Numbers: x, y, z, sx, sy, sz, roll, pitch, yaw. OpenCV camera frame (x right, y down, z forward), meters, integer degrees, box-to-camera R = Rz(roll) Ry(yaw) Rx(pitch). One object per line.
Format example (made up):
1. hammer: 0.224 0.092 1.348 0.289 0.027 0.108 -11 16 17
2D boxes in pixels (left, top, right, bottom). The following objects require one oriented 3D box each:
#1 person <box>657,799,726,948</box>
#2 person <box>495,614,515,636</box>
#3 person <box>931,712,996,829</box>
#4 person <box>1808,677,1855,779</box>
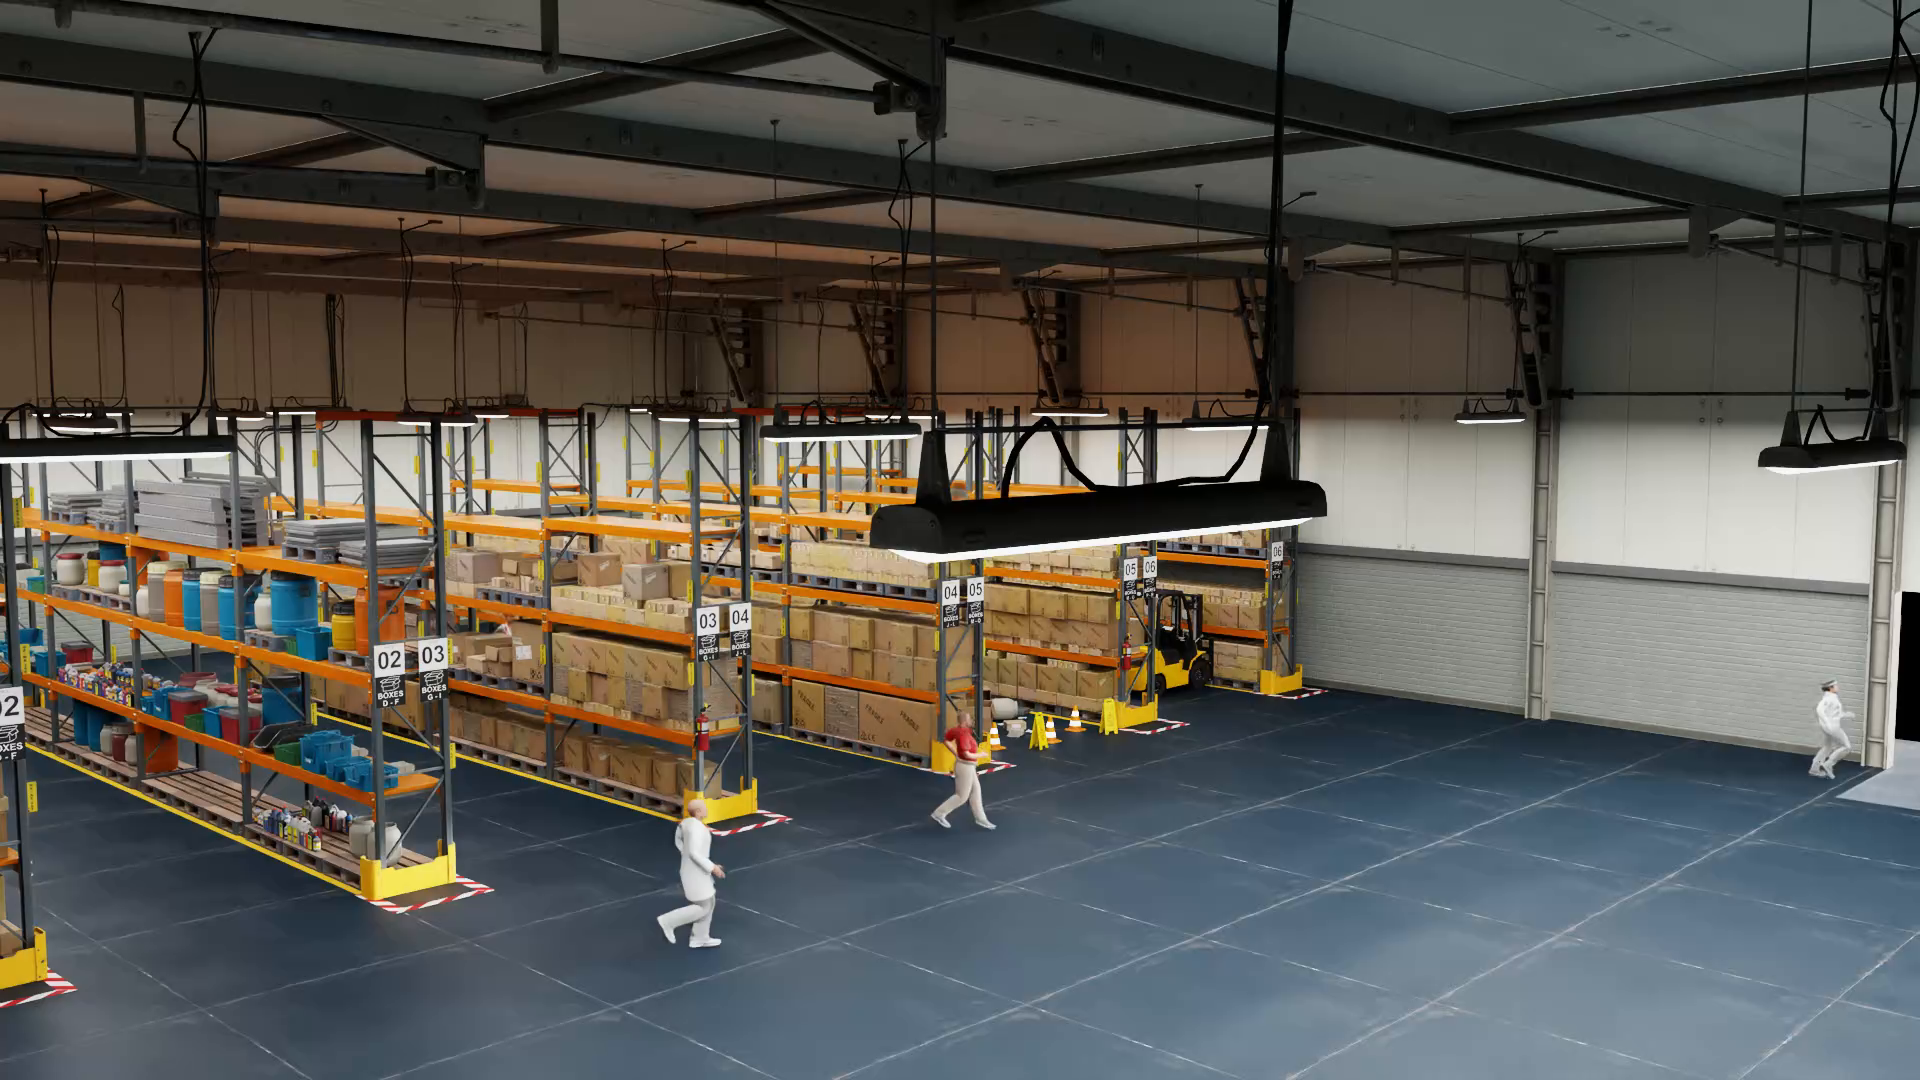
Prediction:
1. person: -3.090 3.800 18.881 0.754 1.734 0.700 -2 5 -21
2. person: -9.401 2.358 34.892 0.643 1.788 0.881 -4 7 -39
3. person: 0.054 3.346 24.002 0.969 1.753 0.671 -1 5 -9
4. person: 14.306 3.072 27.255 0.644 1.670 0.593 2 5 18
